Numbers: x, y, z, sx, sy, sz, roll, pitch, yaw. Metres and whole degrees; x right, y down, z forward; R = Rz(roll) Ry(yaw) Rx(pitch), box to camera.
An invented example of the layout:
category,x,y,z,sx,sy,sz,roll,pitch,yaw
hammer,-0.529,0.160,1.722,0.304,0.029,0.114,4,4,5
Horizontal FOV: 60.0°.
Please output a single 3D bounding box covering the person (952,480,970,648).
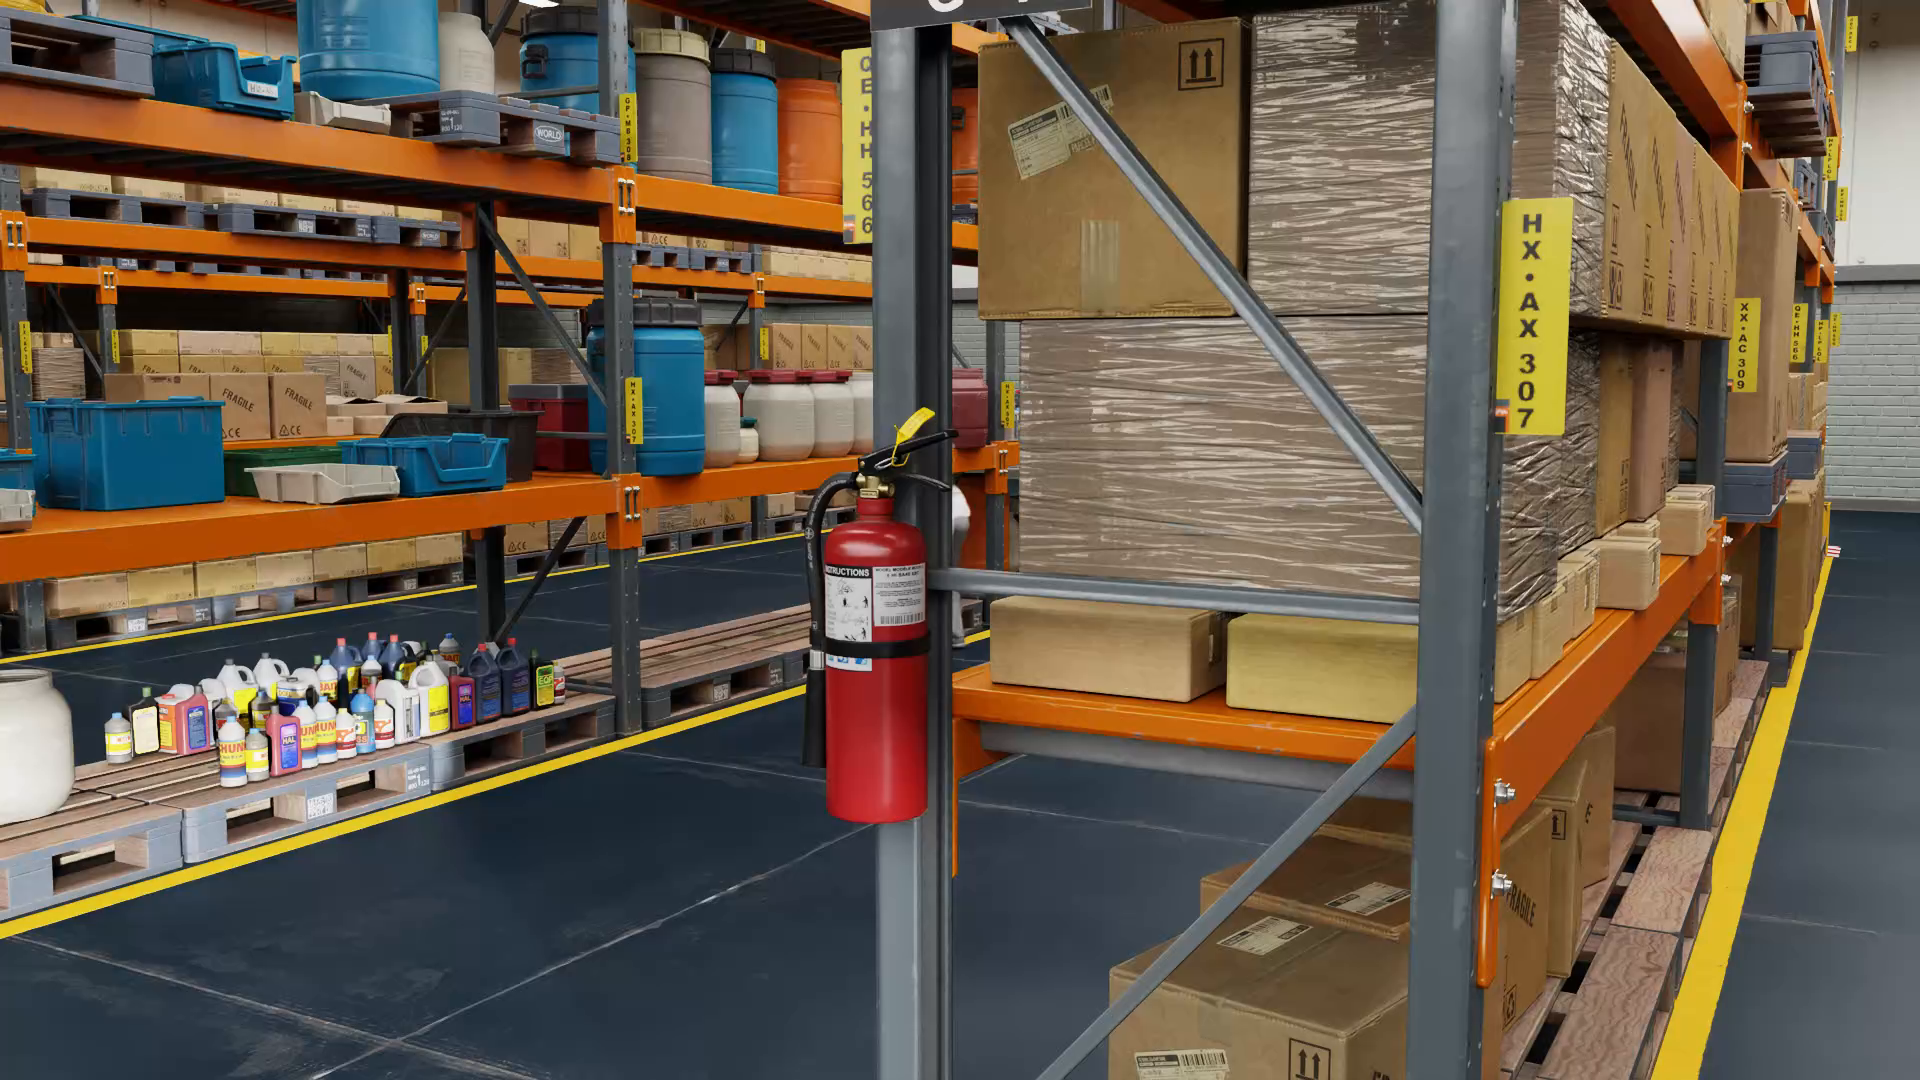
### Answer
category,x,y,z,sx,sy,sz,roll,pitch,yaw
person,-0.275,-0.048,10.920,0.698,1.547,0.412,4,7,33
